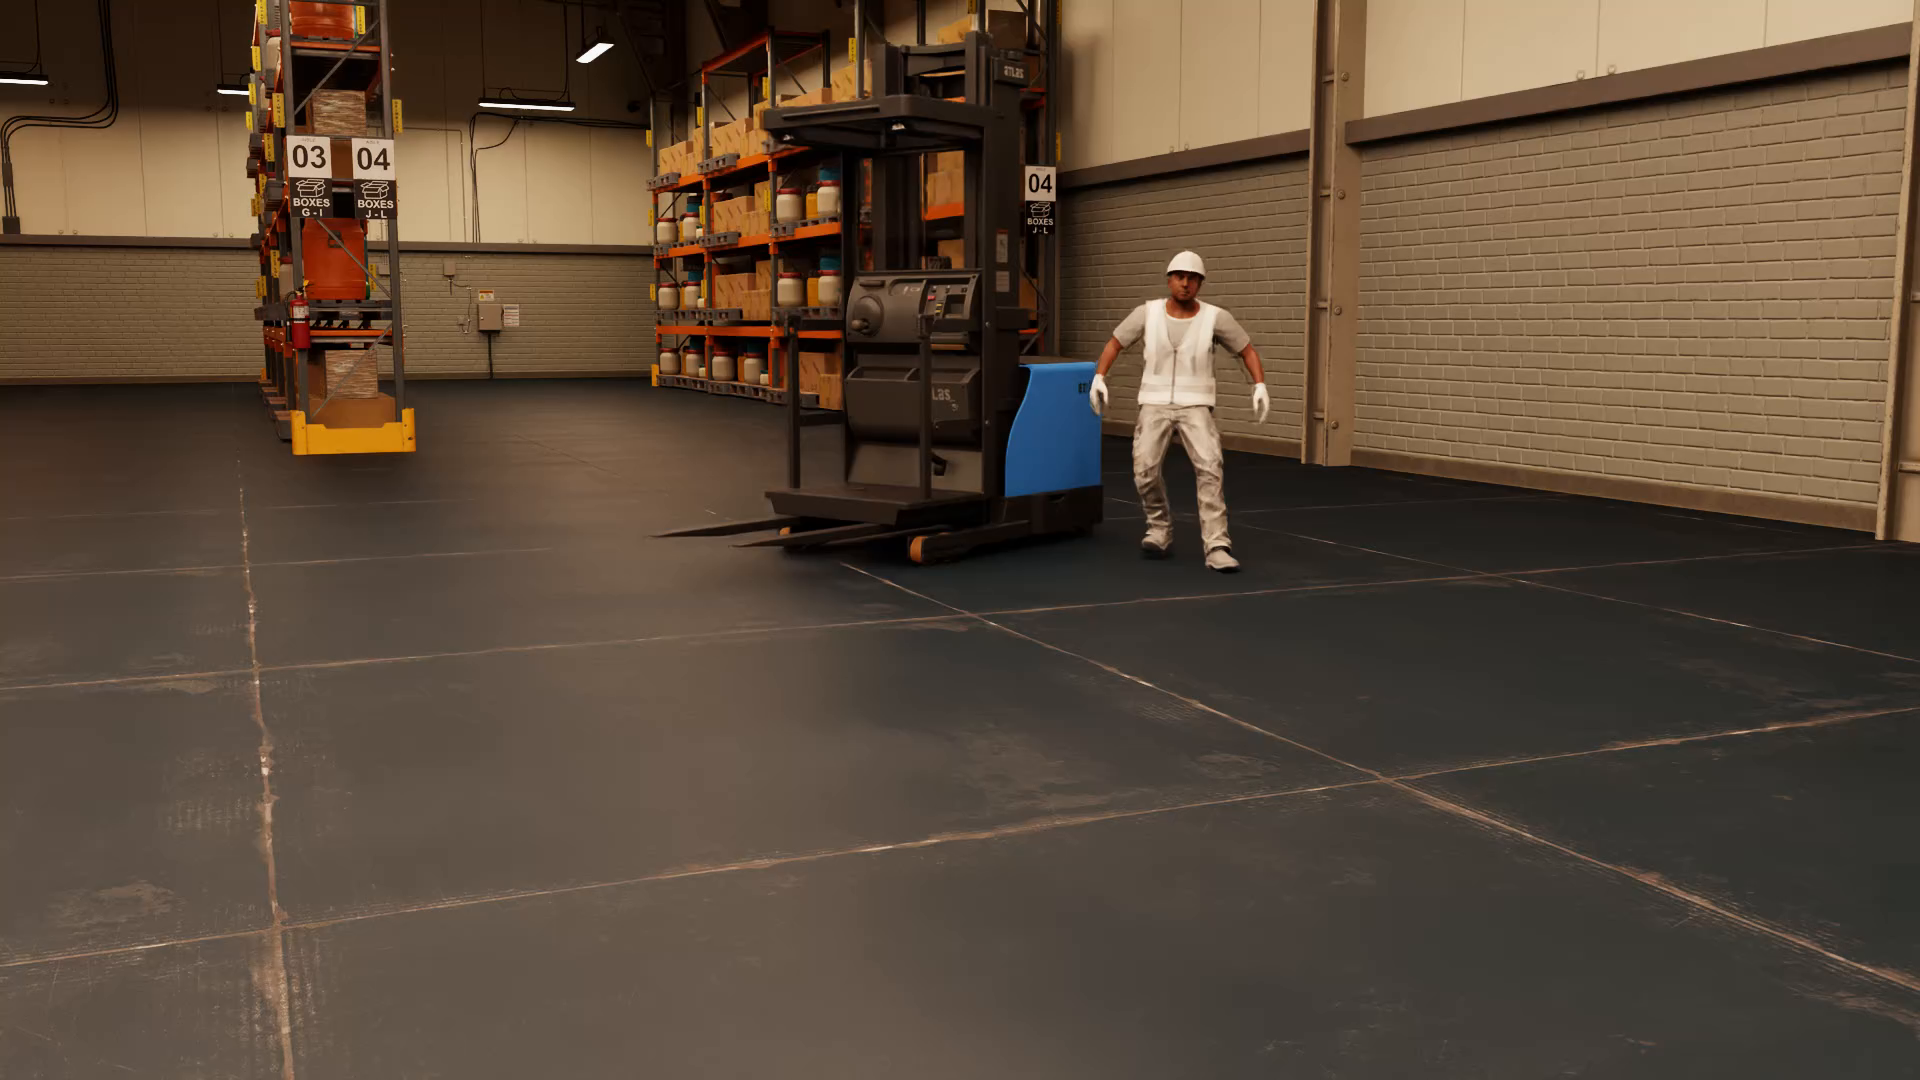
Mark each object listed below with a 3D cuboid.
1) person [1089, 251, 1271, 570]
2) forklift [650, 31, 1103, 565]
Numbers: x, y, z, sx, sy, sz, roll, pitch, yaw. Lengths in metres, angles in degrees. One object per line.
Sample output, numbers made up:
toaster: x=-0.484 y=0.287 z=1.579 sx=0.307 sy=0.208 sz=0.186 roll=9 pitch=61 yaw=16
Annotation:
person: x=1.180 y=-0.715 z=9.083 sx=0.993 sy=1.711 sz=0.733 roll=2 pitch=8 yaw=14
forklift: x=-0.411 y=-1.386 z=9.450 sx=1.130 sy=2.935 sz=3.031 roll=6 pitch=10 yaw=38
